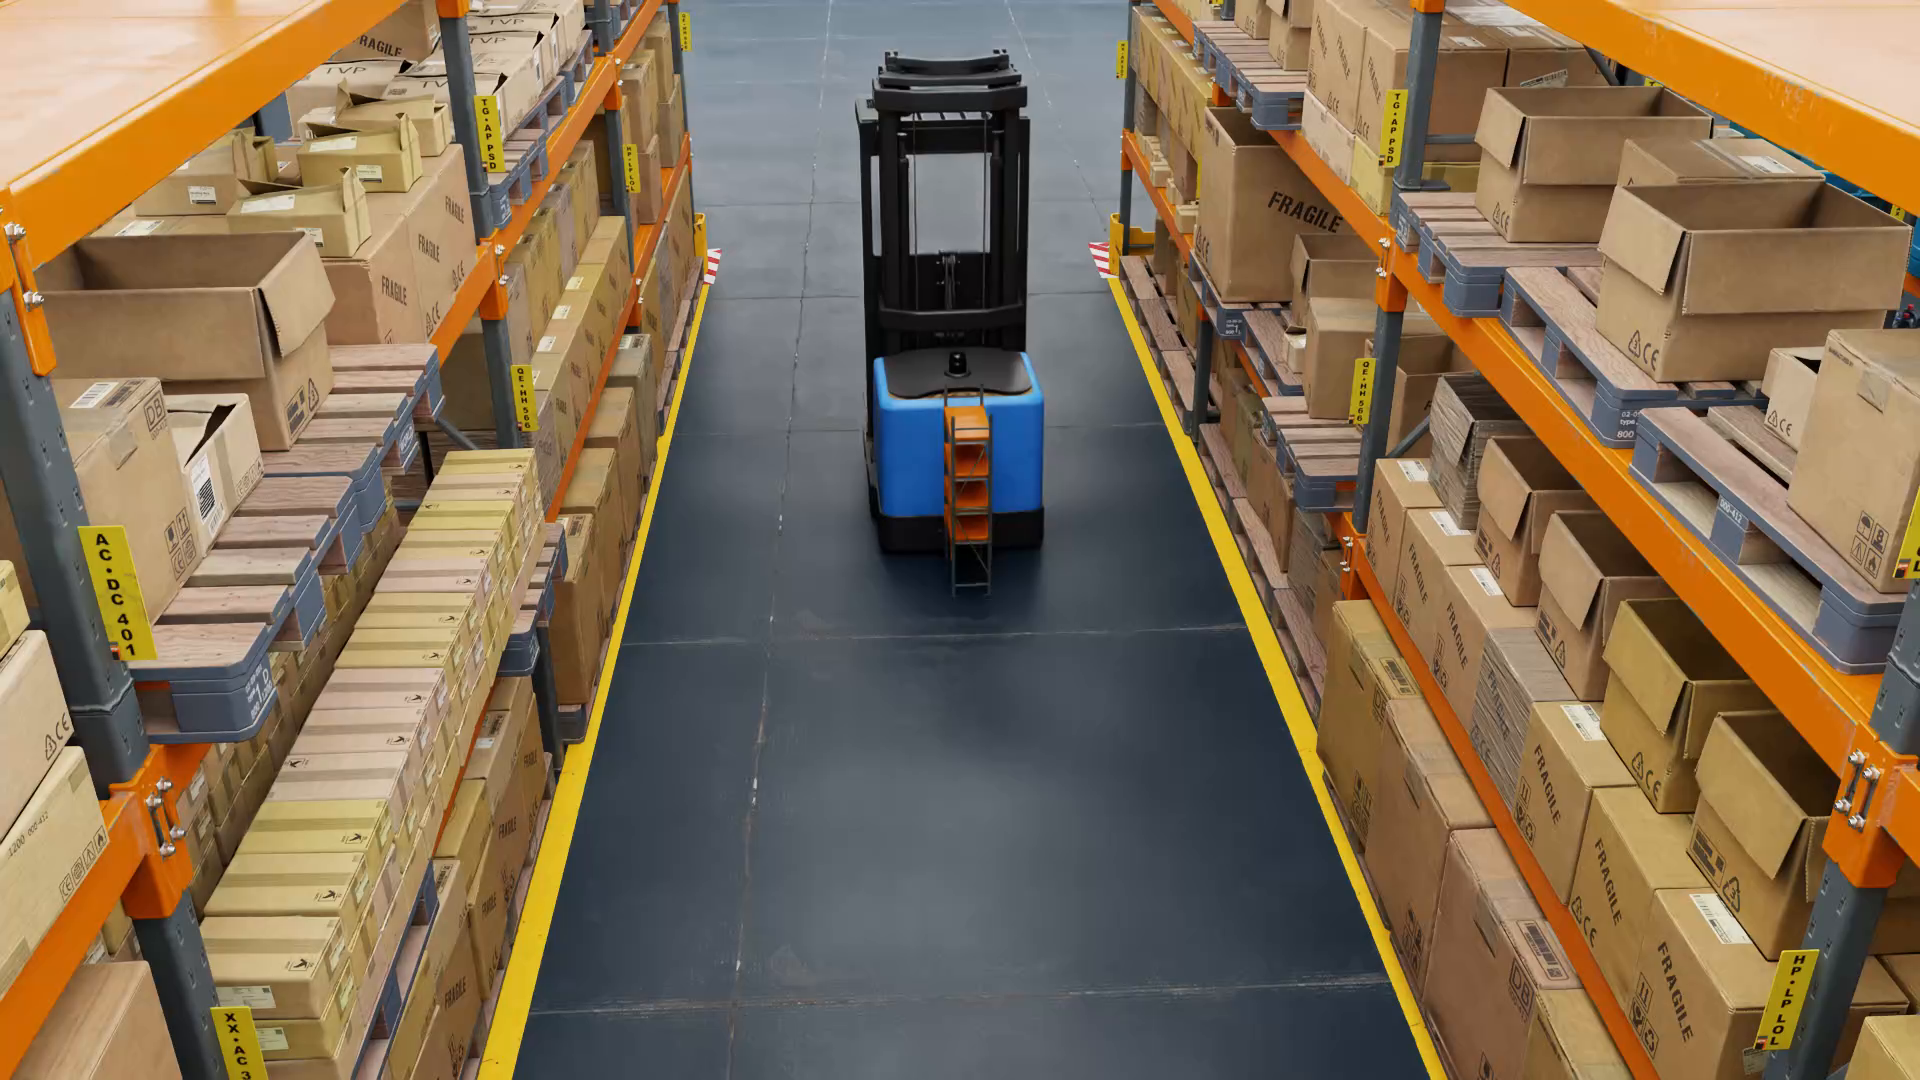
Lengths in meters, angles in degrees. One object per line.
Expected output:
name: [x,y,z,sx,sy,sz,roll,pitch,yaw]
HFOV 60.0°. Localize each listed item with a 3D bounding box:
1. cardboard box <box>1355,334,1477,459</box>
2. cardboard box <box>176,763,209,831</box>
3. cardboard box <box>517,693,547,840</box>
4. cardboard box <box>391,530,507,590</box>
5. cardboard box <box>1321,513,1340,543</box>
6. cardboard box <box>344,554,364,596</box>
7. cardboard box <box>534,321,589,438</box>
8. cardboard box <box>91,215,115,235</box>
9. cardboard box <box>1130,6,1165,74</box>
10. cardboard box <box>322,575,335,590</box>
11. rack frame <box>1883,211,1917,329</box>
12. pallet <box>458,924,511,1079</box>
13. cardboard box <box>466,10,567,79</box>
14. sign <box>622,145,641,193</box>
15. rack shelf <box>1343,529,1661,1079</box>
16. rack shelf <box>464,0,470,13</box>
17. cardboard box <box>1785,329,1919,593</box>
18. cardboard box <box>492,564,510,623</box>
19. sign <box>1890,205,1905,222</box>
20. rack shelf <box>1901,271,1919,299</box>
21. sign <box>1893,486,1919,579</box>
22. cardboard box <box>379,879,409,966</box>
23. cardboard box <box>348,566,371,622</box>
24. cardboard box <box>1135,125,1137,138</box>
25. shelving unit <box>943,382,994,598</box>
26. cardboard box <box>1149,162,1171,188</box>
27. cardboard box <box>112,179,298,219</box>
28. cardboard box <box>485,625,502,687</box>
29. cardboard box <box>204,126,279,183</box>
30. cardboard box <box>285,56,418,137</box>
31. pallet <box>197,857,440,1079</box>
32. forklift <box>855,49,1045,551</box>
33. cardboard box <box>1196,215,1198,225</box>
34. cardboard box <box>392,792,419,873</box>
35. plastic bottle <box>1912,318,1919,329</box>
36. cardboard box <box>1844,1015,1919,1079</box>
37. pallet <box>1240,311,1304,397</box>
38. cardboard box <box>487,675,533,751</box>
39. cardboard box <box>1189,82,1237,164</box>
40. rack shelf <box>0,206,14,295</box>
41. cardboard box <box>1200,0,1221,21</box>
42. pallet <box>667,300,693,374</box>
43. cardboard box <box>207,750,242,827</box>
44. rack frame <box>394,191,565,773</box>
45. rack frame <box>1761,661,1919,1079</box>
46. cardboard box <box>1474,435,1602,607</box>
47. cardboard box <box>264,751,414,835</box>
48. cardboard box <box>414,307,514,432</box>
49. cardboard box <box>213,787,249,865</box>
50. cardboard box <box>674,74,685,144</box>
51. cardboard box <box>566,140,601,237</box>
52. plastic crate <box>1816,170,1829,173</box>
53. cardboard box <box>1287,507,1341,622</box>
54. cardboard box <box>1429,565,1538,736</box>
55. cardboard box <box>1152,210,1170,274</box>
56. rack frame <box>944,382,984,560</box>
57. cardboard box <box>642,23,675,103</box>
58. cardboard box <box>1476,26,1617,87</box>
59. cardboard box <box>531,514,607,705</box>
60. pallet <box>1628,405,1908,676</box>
cardboard box: [2.344,-0.707,8.362,0.500,0.500,0.500,-5,28,-9]
cardboard box: [-2.594,0.808,5.193,0.380,0.149,0.250,-1,28,-3]
cardboard box: [-2.251,1.065,7.776,0.500,0.500,0.500,-2,28,-3]
cardboard box: [-2.021,0.082,6.586,0.380,0.149,0.250,-1,28,-1]
cardboard box: [2.309,-0.201,9.370,0.500,0.250,0.500,2,28,3]
cardboard box: [-2.688,0.115,6.845,0.380,0.149,0.250,-2,28,-4]
cardboard box: [-2.355,-0.881,9.149,0.500,0.500,0.500,-1,28,-3]
cardboard box: [-7.600,-2.619,14.299,0.500,0.500,0.500,-1,28,-2]
cardboard box: [1.751,-4.282,14.267,0.500,0.500,0.500,-1,28,-3]
cardboard box: [-2.677,0.084,6.581,0.380,0.149,0.250,-3,28,-5]
rack frame: [7.150,-2.195,11.777,1.000,3.000,0.127,-1,28,-3]
pallet: [-2.446,2.004,6.741,1.003,0.211,1.213,-1,28,-3]
cardboard box: [-2.444,-2.719,9.072,0.500,0.311,0.500,-2,28,-5]
sign: [-2.214,-2.498,11.192,0.100,0.325,0.005,-1,28,-3]
rack shelf: [2.517,1.014,6.401,1.077,0.370,4.000,-1,28,-3]
rack shelf: [-2.651,-3.242,8.508,1.077,0.370,4.000,-1,28,-3]
cardboard box: [2.581,-0.209,4.163,0.700,0.500,0.500,-1,28,-1]
cardboard box: [-2.021,0.216,6.651,0.380,0.149,0.250,-1,28,-3]
sign: [6.600,-2.310,11.697,0.100,0.325,0.005,-1,28,-3]
rack shelf: [7.254,-0.952,10.173,1.077,0.370,4.000,-1,28,-3]
sign: [2.080,-0.062,3.544,0.100,0.325,0.005,-1,28,-3]
cardboard box: [-1.928,1.181,5.122,0.380,0.149,0.250,-1,28,-2]
cardboard box: [-2.696,0.230,6.945,0.380,0.149,0.250,0,28,0]
cardboard box: [1.771,-3.674,14.884,0.380,0.149,0.250,-1,28,-3]
shelving unit: [0.046,-0.298,10.087,0.258,1.200,0.503,-3,28,-5]
cardboard box: [1.753,-2.979,13.552,0.380,0.149,0.250,-1,28,-3]
cardboard box: [-2.749,-1.028,6.189,0.500,0.500,0.500,-1,28,-3]
cardboard box: [-2.011,0.460,6.505,0.380,0.149,0.250,-3,28,-5]
cardboard box: [-2.773,-1.437,6.145,0.396,0.266,0.258,-1,28,-3]
cardboard box: [-2.900,-2.152,7.984,0.500,0.311,0.500,-1,28,-3]
pallet: [-2.232,1.421,5.052,1.003,0.211,1.213,-1,28,-3]
forklift: [-0.121,-1.883,11.252,1.130,2.935,3.031,-3,28,-5]
cardboard box: [1.942,-2.289,12.229,0.380,0.149,0.250,-1,28,-3]
cardboard box: [-1.942,0.934,5.274,0.380,0.149,0.250,-3,28,-5]
plastic bottle: [7.522,-1.598,13.022,0.144,0.351,0.185,-1,28,-1]
cardboard box: [2.391,1.449,3.821,0.500,0.500,0.500,-1,28,-3]
pallet: [2.268,-1.056,9.801,1.003,0.211,1.213,-1,28,-3]
cardboard box: [-2.249,0.744,7.580,0.500,0.250,0.500,-2,28,-4]
cardboard box: [1.905,-2.896,11.610,0.500,0.500,0.500,-1,28,-3]
rack shelf: [-2.233,0.276,1.333,1.077,0.370,4.000,-1,28,-3]
cardboard box: [1.919,-3.543,11.280,0.500,0.250,0.500,0,28,-1]
pallet: [-2.783,-1.684,13.812,1.003,0.211,1.213,-1,28,-3]
cardboard box: [-2.611,0.824,5.485,0.380,0.149,0.250,-3,28,-5]
rack frame: [-2.546,-0.155,7.866,1.000,3.000,0.127,-1,28,-3]
rack frame: [2.621,1.619,4.464,1.000,3.000,0.127,-1,28,-3]
cardboard box: [2.466,-0.078,6.526,0.797,0.503,0.637,-1,28,-1]
cardboard box: [-1.941,0.798,5.212,0.380,0.149,0.250,-2,28,-3]
cardboard box: [-2.560,-0.850,8.009,0.700,0.500,0.500,-2,28,-3]
cardboard box: [-2.614,0.960,5.546,0.380,0.149,0.250,-3,28,-5]
cardboard box: [-2.899,-3.746,14.588,0.875,0.550,0.550,-1,28,-3]
cardboard box: [-2.723,-2.261,10.714,0.700,0.500,0.500,-2,28,-4]
plastic crate: [6.812,-2.822,13.264,0.530,0.136,0.437,-1,28,-3]
cardboard box: [2.316,0.120,9.565,0.700,0.500,0.500,-4,28,-7]
cardboard box: [2.225,0.433,6.630,0.500,0.500,0.500,-2,28,-4]
cardboard box: [2.010,-2.712,15.017,0.500,0.500,0.500,4,28,7]
rack frame: [0.023,-0.411,10.302,0.240,1.200,0.015,-3,28,-5]
cardboard box: [-2.862,-3.971,13.852,0.875,0.550,0.550,-1,28,-3]
cardboard box: [2.645,-2.047,7.602,0.500,0.500,0.500,-1,28,-2]
cardboard box: [-2.488,0.373,8.832,1.050,0.750,0.750,-2,28,-3]
pallet: [2.524,-0.048,4.624,0.805,0.209,1.217,-2,28,-5]
